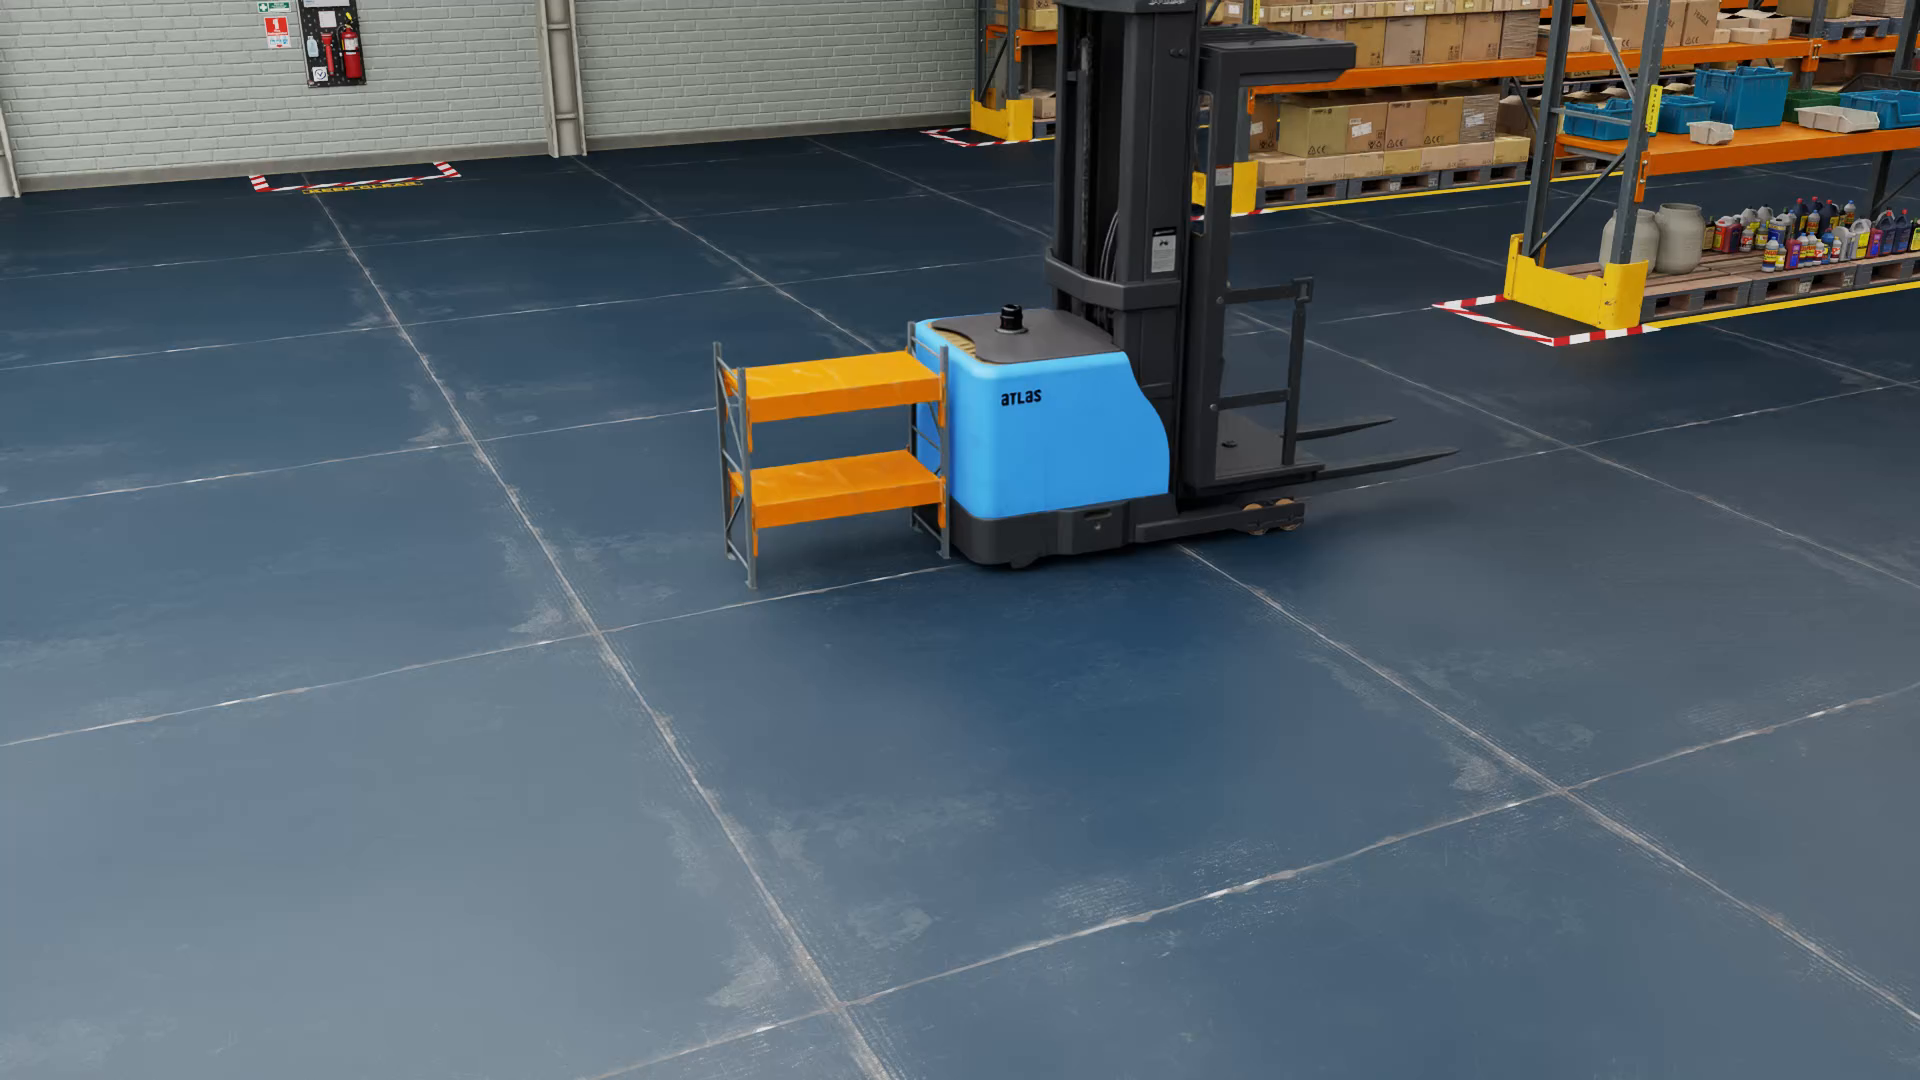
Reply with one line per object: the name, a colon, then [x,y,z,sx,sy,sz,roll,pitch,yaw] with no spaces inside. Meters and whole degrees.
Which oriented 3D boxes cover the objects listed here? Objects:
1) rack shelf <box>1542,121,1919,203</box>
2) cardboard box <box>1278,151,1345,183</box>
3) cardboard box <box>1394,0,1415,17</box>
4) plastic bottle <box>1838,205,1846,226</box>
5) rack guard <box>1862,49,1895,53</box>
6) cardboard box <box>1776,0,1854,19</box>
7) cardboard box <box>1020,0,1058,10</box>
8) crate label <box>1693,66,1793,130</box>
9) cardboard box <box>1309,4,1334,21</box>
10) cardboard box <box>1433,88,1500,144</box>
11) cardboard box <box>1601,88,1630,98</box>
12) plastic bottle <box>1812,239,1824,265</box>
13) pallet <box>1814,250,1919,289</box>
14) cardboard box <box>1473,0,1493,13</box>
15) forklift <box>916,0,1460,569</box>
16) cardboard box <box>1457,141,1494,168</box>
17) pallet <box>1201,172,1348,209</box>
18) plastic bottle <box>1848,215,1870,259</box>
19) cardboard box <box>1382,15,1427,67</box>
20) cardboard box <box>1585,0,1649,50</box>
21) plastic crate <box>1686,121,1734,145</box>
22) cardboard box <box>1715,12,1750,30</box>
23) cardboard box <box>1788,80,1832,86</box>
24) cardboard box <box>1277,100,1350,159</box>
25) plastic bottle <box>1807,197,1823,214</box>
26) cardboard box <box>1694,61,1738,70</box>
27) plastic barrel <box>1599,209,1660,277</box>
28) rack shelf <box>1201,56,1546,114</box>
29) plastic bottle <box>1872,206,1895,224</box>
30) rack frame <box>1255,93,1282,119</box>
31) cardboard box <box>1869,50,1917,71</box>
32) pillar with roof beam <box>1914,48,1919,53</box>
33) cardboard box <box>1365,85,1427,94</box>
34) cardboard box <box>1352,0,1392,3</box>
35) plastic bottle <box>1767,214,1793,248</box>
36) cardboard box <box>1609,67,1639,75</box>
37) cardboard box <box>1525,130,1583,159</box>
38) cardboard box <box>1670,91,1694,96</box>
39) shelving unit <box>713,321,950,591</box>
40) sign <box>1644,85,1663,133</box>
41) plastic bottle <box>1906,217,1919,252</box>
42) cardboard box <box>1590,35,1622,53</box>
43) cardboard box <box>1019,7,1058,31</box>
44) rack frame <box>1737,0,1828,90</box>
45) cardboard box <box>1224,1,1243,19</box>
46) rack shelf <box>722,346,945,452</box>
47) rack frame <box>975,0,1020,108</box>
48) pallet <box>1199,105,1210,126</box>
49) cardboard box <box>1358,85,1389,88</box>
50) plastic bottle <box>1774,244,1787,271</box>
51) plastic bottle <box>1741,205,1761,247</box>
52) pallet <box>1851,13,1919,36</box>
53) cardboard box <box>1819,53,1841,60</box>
rack shelf: [6.557,-3.165,13.416,4.000,0.370,1.077,-10,25,-24]
cardboard box: [3.639,-3.894,17.281,0.500,0.250,0.500,-10,25,-24]
cardboard box: [4.443,-5.465,17.052,0.250,0.149,0.380,-10,25,-23]
plastic bottle: [7.649,-2.776,14.511,0.133,0.283,0.061,-10,25,-24]
rack guard: [14.897,-8.083,27.624,0.348,0.500,1.175,-10,25,-24]
cardboard box: [10.337,-6.584,20.054,0.700,0.500,0.500,21,30,41]
cardboard box: [1.019,-6.842,20.547,0.500,0.500,0.500,-10,25,-24]
crate label: [6.296,-3.581,13.432,0.616,0.435,0.502,-10,25,-24]
cardboard box: [3.519,-5.296,16.644,0.250,0.149,0.380,-10,25,-23]
cardboard box: [5.436,-4.576,17.948,0.500,0.500,0.500,-10,25,-24]
cardboard box: [7.826,-5.138,19.554,0.500,0.311,0.500,-11,25,-24]
plastic bottle: [7.012,-2.360,13.612,0.097,0.201,0.097,0,22,0]
pallet: [7.736,-2.444,14.378,1.213,0.211,1.003,-10,25,-24]
cardboard box: [5.368,-5.636,17.464,0.250,0.149,0.380,-10,25,-24]
forklift: [1.296,-1.554,8.673,3.031,2.935,1.130,-9,24,-20]
cardboard box: [5.437,-4.229,18.090,0.500,0.250,0.500,-10,25,-24]
pallet: [3.281,-3.727,17.477,1.213,0.211,1.003,-10,25,-24]
plastic bottle: [7.440,-2.517,13.798,0.185,0.351,0.144,-11,25,-24]
cardboard box: [4.430,-5.251,17.382,0.500,0.500,0.700,-10,24,-22]
cardboard box: [7.388,-5.793,18.691,0.500,0.500,0.500,-9,24,-20]
plastic crate: [5.701,-3.082,12.618,0.250,0.136,0.298,-10,25,-24]
cardboard box: [8.929,-6.078,19.628,0.500,0.311,0.500,-11,25,-24]
cardboard box: [10.560,-5.485,20.772,0.500,0.500,0.500,-9,24,-22]
cardboard box: [3.640,-4.240,17.136,0.500,0.500,0.500,-10,25,-24]
plastic bottle: [7.452,-2.818,14.524,0.185,0.351,0.144,-10,24,-22]
cardboard box: [11.989,-7.699,26.145,0.500,0.500,0.700,-10,25,-23]
plastic barrel: [5.315,-2.346,13.199,0.421,0.512,0.421,0,22,0]
rack shelf: [4.412,-4.873,17.541,4.000,0.370,1.077,-10,25,-24]
plastic bottle: [7.842,-2.652,14.124,0.185,0.351,0.144,-10,25,-24]
rack frame: [4.063,-7.244,22.327,0.127,3.000,1.000,-10,25,-24]
cardboard box: [11.980,-6.097,21.269,0.500,0.250,0.500,-10,25,-24]
pillar with roof beam: [18.800,-11.268,24.207,0.400,9.000,9.100,-10,25,-24]
cardboard box: [4.760,-4.672,18.181,0.500,0.500,0.500,-10,25,-24]
cardboard box: [4.010,-5.774,16.950,0.500,0.500,0.700,-10,25,-23]
plastic bottle: [6.986,-2.635,14.179,0.135,0.276,0.152,-10,25,-24]
cardboard box: [9.942,-7.470,25.137,0.750,0.750,0.750,-10,24,-22]
cardboard box: [6.685,-4.442,18.606,0.500,0.250,0.500,-11,25,-25]
cardboard box: [8.532,-5.040,19.317,0.500,0.311,0.500,-11,25,-24]
shelving unit: [-0.633,-0.435,8.331,1.048,1.125,0.538,-9,24,-20]
sign: [4.990,-3.104,11.964,0.005,0.325,0.100,-10,25,-24]
plastic bottle: [8.069,-2.584,14.047,0.133,0.283,0.061,-9,24,-21]
cardboard box: [7.102,-5.498,18.438,0.250,0.149,0.380,-10,25,-24]
cardboard box: [1.036,-6.492,20.681,0.500,0.250,0.500,-11,25,-25]
rack frame: [9.819,-6.201,19.808,0.127,3.000,1.000,-10,25,-24]
cardboard box: [2.872,-5.349,16.770,0.250,0.149,0.380,-11,25,-25]
rack shelf: [-0.633,-0.706,8.219,1.000,0.278,0.538,-9,24,-20]
rack frame: [0.458,-6.580,20.725,0.127,3.000,1.000,-10,25,-24]
pallet: [3.473,-5.832,22.562,1.213,0.211,1.003,-10,25,-24]
cardboard box: [5.640,-6.594,23.450,0.500,0.500,0.700,-10,25,-23]
plastic bottle: [6.617,-2.287,13.436,0.097,0.201,0.097,0,22,0]
plastic bottle: [6.731,-2.685,14.203,0.185,0.351,0.144,-9,24,-21]
pallet: [11.569,-6.436,20.628,1.213,0.211,1.003,-10,25,-24]
cardboard box: [13.837,-8.040,26.970,0.500,0.500,0.700,-11,25,-24]
